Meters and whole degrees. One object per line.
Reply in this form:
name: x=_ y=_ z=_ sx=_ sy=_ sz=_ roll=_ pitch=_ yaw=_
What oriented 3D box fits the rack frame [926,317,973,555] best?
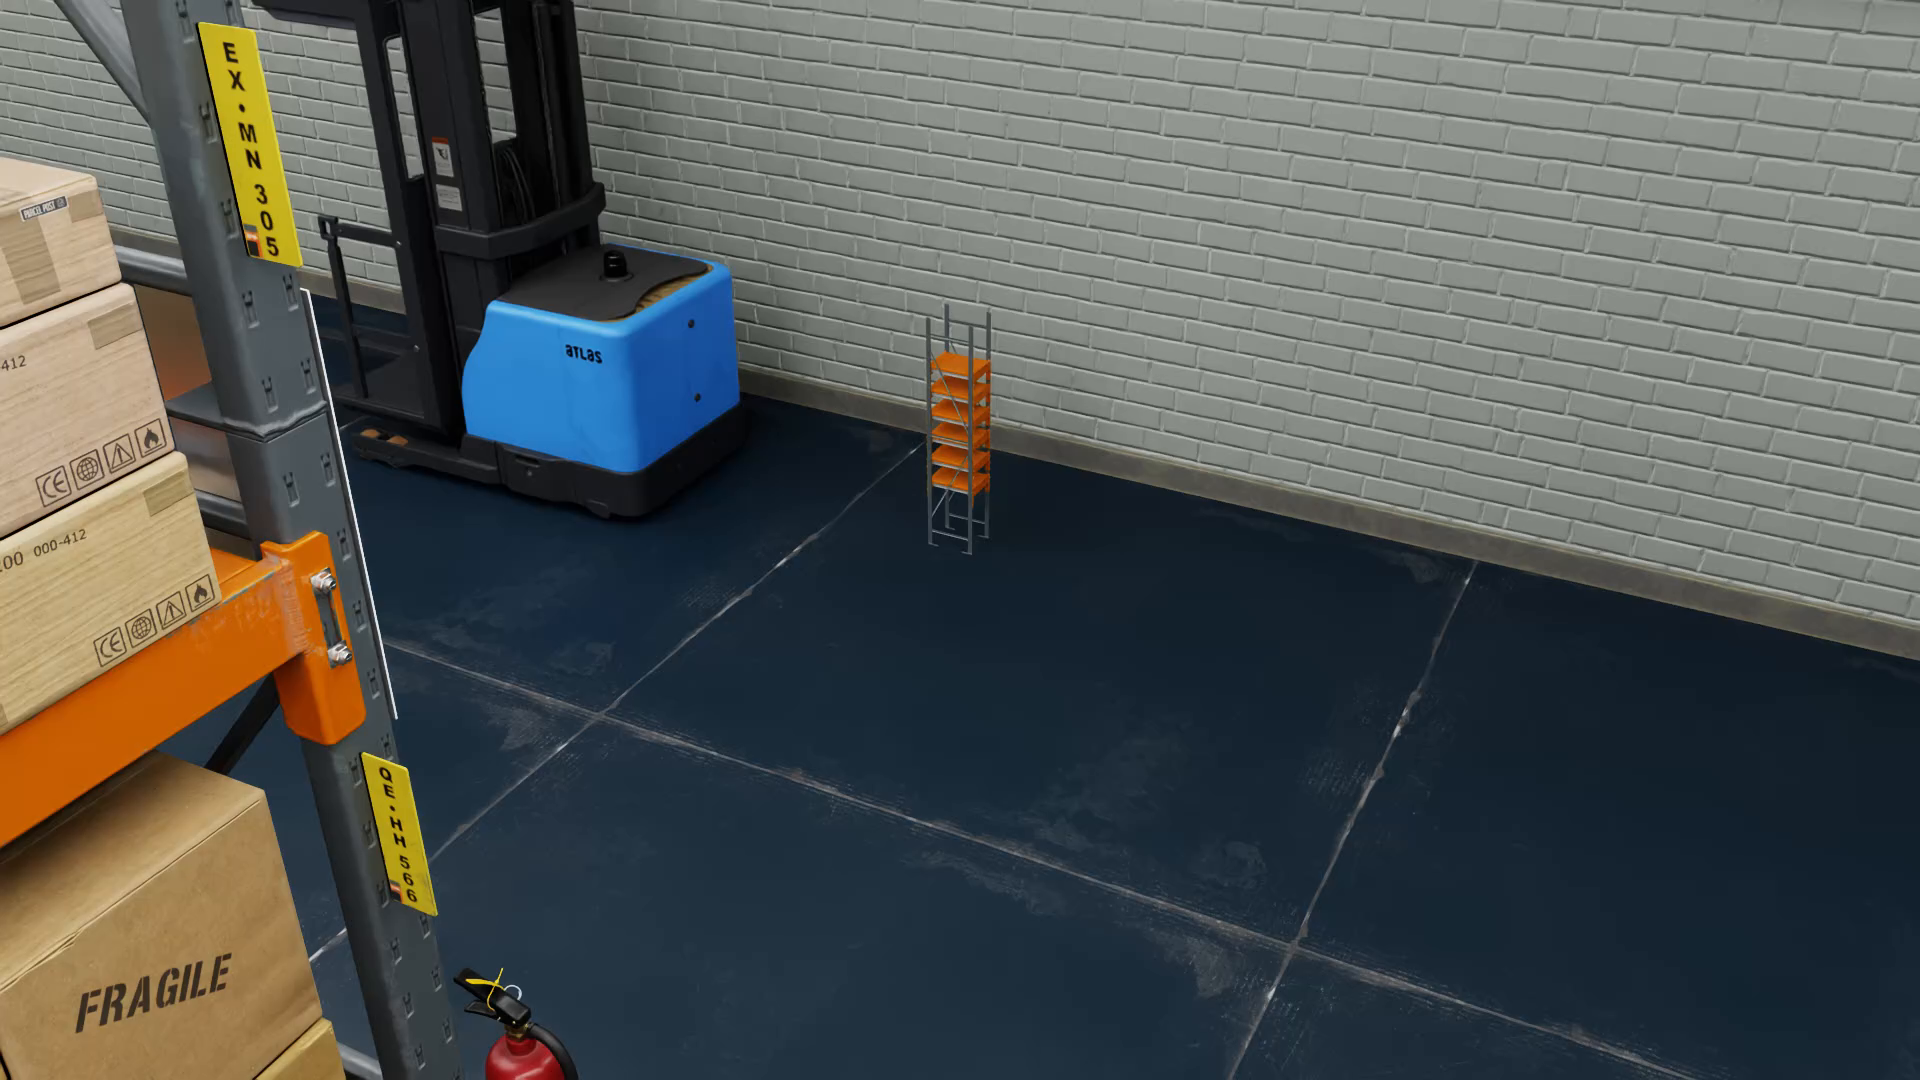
rack frame: x=-0.048 y=-0.473 z=7.869 sx=0.240 sy=1.200 sz=0.006 roll=14 pitch=33 yaw=23

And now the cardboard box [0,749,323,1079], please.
cardboard box: x=-1.438 y=0.669 z=2.670 sx=0.500 sy=0.500 sz=0.500 roll=14 pitch=33 yaw=22

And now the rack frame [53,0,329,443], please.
rack frame: x=-1.451 y=-1.586 z=1.976 sx=1.000 sy=3.000 sz=0.127 roll=14 pitch=33 yaw=23

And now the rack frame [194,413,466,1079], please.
rack frame: x=-1.451 y=1.015 z=3.470 sx=1.000 sy=3.000 sz=0.127 roll=14 pitch=33 yaw=23

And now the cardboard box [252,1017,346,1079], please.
cardboard box: x=-1.426 y=1.101 z=2.922 sx=0.500 sy=0.500 sz=0.500 roll=15 pitch=33 yaw=24

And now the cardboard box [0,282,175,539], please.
cardboard box: x=-1.434 y=-0.175 z=2.180 sx=0.500 sy=0.250 sz=0.500 roll=13 pitch=32 yaw=22

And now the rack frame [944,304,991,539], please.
rack frame: x=0.035 y=-0.554 z=8.011 sx=0.240 sy=1.200 sz=0.006 roll=14 pitch=33 yaw=23

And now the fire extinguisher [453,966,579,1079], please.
fire extinguisher: x=-0.925 y=1.204 z=3.594 sx=0.296 sy=0.674 sz=0.183 roll=14 pitch=33 yaw=23

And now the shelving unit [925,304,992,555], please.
shelving unit: x=-0.007 y=-0.514 z=7.940 sx=0.258 sy=1.200 sz=0.189 roll=14 pitch=33 yaw=23

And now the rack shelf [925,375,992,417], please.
rack shelf: x=-0.007 y=-0.683 z=7.843 sx=0.258 sy=0.103 sz=0.180 roll=14 pitch=33 yaw=23

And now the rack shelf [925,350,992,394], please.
rack shelf: x=-0.007 y=-0.788 z=7.783 sx=0.258 sy=0.103 sz=0.180 roll=14 pitch=33 yaw=23

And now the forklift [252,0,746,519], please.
forklift: x=-2.717 y=-1.878 z=8.577 sx=3.031 sy=2.935 sz=1.130 roll=14 pitch=33 yaw=23

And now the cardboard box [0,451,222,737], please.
cardboard box: x=-1.422 y=0.041 z=2.305 sx=0.500 sy=0.250 sz=0.500 roll=14 pitch=33 yaw=22

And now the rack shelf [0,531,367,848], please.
rack shelf: x=-2.362 y=0.913 z=1.358 sx=1.077 sy=0.370 sz=4.000 roll=14 pitch=33 yaw=23

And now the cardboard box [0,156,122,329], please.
cardboard box: x=-1.340 y=-0.396 z=2.164 sx=0.380 sy=0.149 sz=0.250 roll=14 pitch=33 yaw=23

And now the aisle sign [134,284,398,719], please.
aisle sign: x=-1.150 y=-0.076 z=2.760 sx=0.394 sy=0.787 sz=0.004 roll=14 pitch=33 yaw=23

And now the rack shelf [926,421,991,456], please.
rack shelf: x=-0.007 y=-0.475 z=7.962 sx=0.258 sy=0.103 sz=0.180 roll=14 pitch=33 yaw=23

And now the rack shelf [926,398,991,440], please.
rack shelf: x=-0.007 y=-0.579 z=7.902 sx=0.258 sy=0.103 sz=0.180 roll=14 pitch=33 yaw=23

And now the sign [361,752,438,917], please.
sign: x=-0.966 y=0.511 z=2.868 sx=0.100 sy=0.325 sz=0.005 roll=14 pitch=33 yaw=23

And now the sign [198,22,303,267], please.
sign: x=-0.966 y=-0.535 z=2.268 sx=0.100 sy=0.325 sz=0.005 roll=14 pitch=33 yaw=23

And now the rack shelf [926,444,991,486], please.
rack shelf: x=-0.007 y=-0.371 z=8.022 sx=0.258 sy=0.103 sz=0.180 roll=14 pitch=33 yaw=23

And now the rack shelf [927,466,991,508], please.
rack shelf: x=-0.007 y=-0.267 z=8.082 sx=0.258 sy=0.103 sz=0.180 roll=14 pitch=33 yaw=23
